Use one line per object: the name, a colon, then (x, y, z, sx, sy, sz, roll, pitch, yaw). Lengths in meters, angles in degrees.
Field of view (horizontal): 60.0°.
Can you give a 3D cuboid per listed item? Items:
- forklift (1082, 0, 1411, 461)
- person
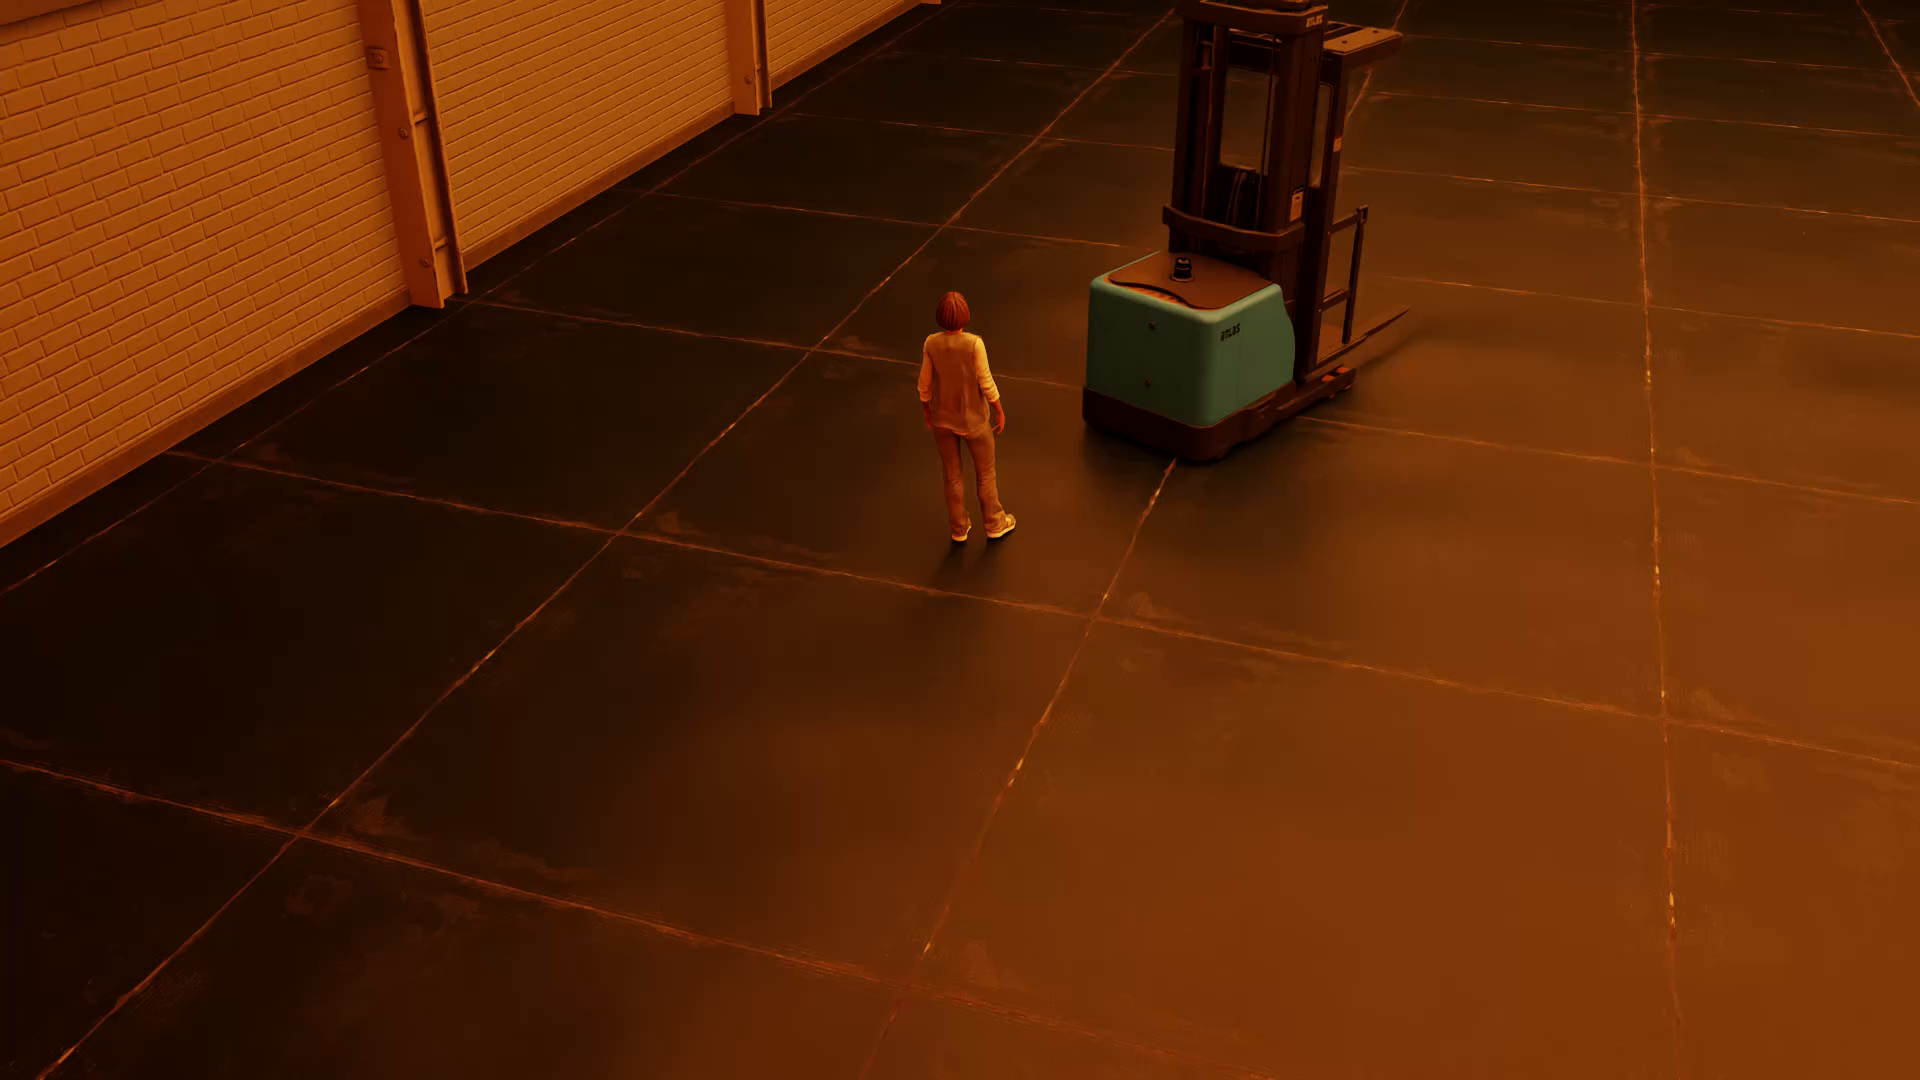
forklift: (2.204, -2.434, 11.406, 1.130, 2.935, 3.031, 24, 38, 36)
person: (0.037, -0.732, 9.753, 0.520, 1.597, 0.475, 10, 31, 16)
